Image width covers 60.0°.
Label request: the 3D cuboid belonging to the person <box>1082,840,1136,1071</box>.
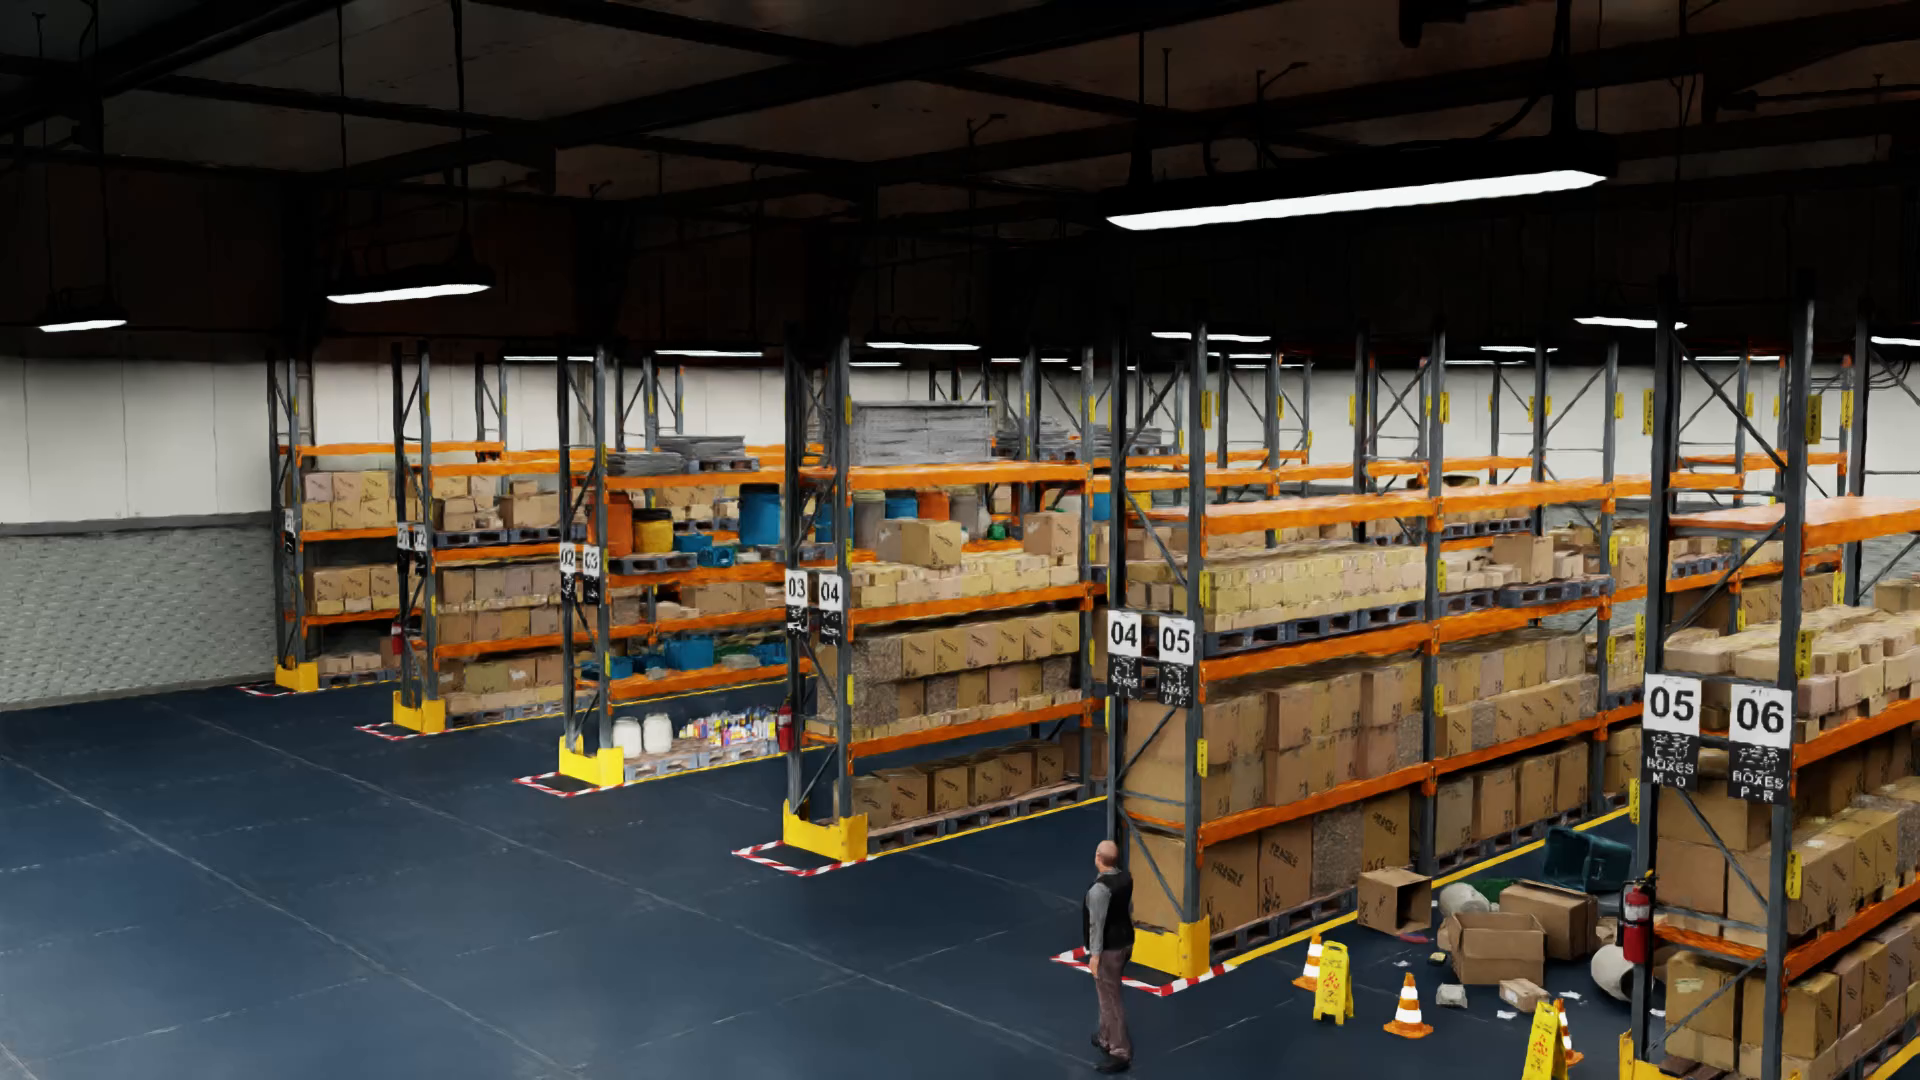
[{"bbox_3d":[1.147,3.190,12.918,0.522,1.723,0.640,3,6,31],"label":"person"}]
